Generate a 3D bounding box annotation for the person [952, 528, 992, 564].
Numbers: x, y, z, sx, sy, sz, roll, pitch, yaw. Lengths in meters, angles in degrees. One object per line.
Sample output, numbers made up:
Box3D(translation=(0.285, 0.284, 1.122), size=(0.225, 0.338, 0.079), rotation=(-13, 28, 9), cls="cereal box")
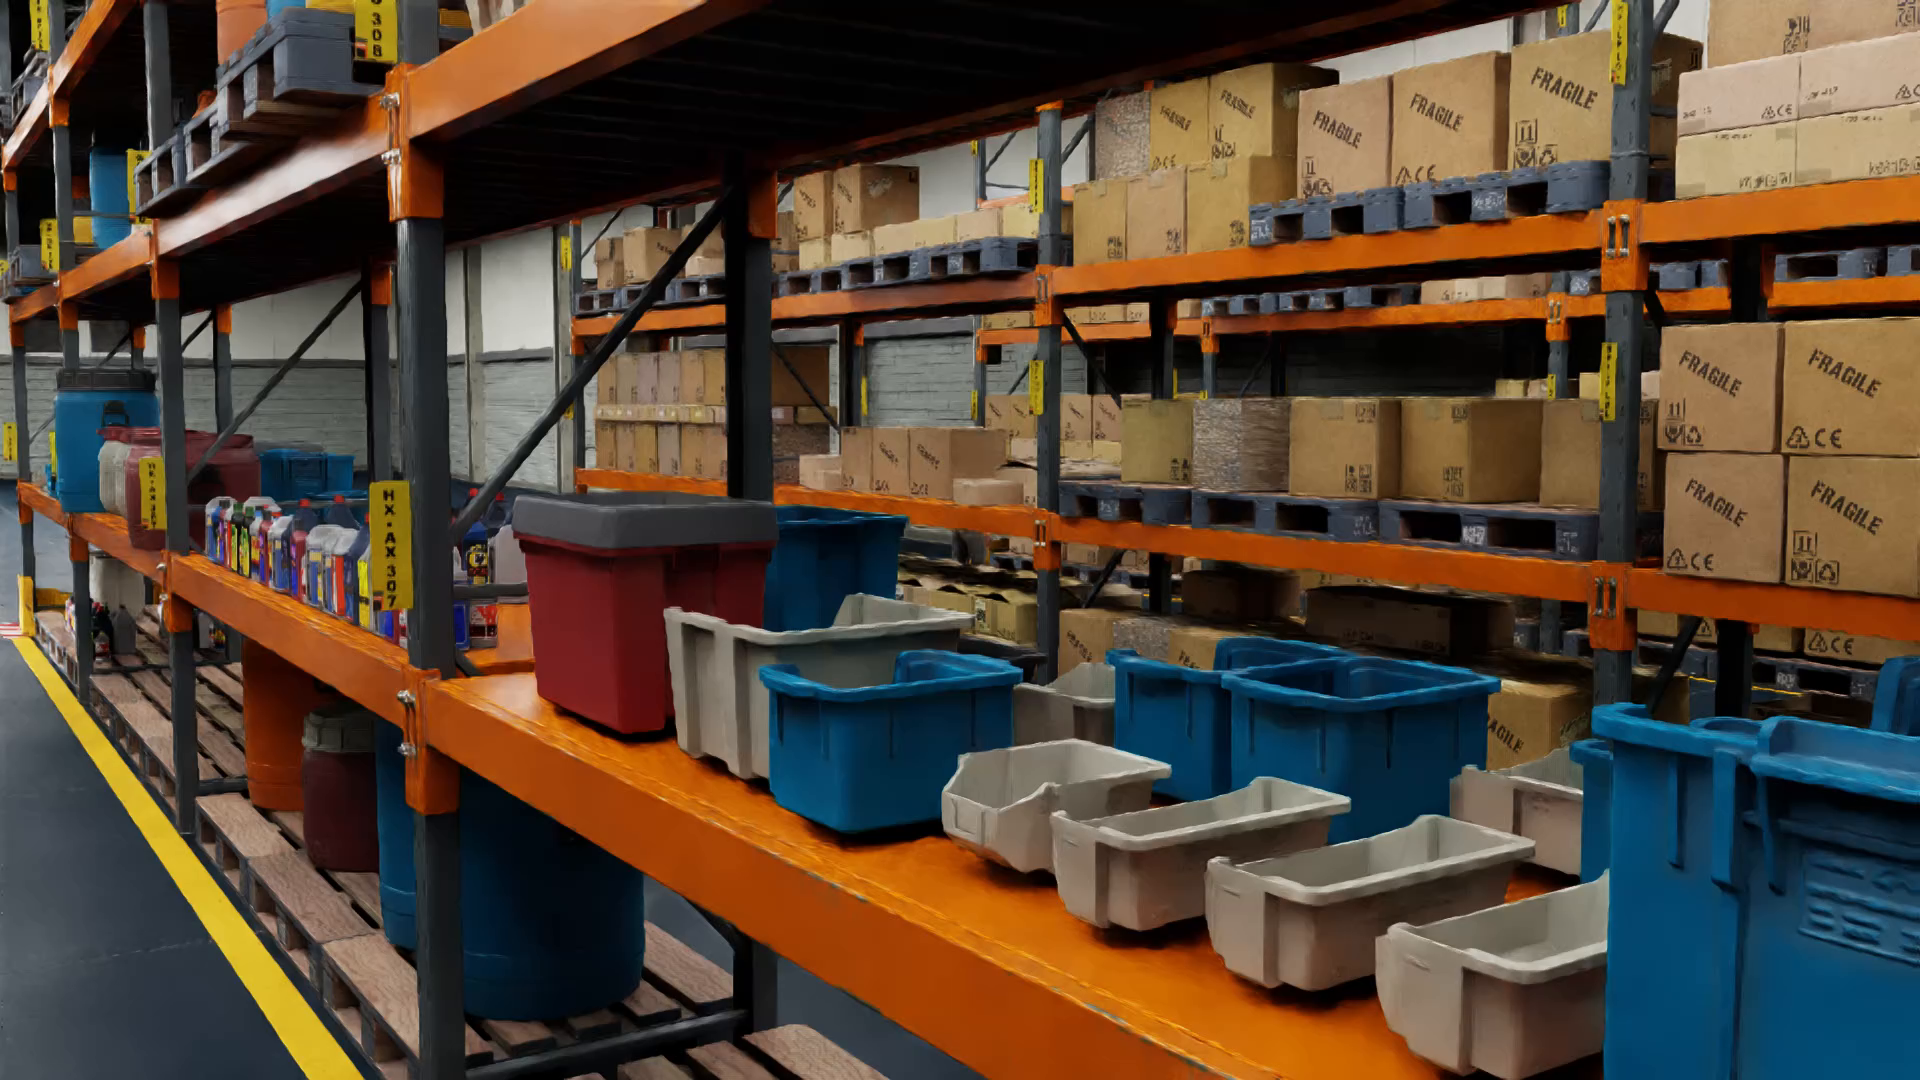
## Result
Box3D(translation=(0.110, -0.068, 14.904), size=(0.533, 1.587, 0.596), rotation=(-3, 5, -28), cls="person")
